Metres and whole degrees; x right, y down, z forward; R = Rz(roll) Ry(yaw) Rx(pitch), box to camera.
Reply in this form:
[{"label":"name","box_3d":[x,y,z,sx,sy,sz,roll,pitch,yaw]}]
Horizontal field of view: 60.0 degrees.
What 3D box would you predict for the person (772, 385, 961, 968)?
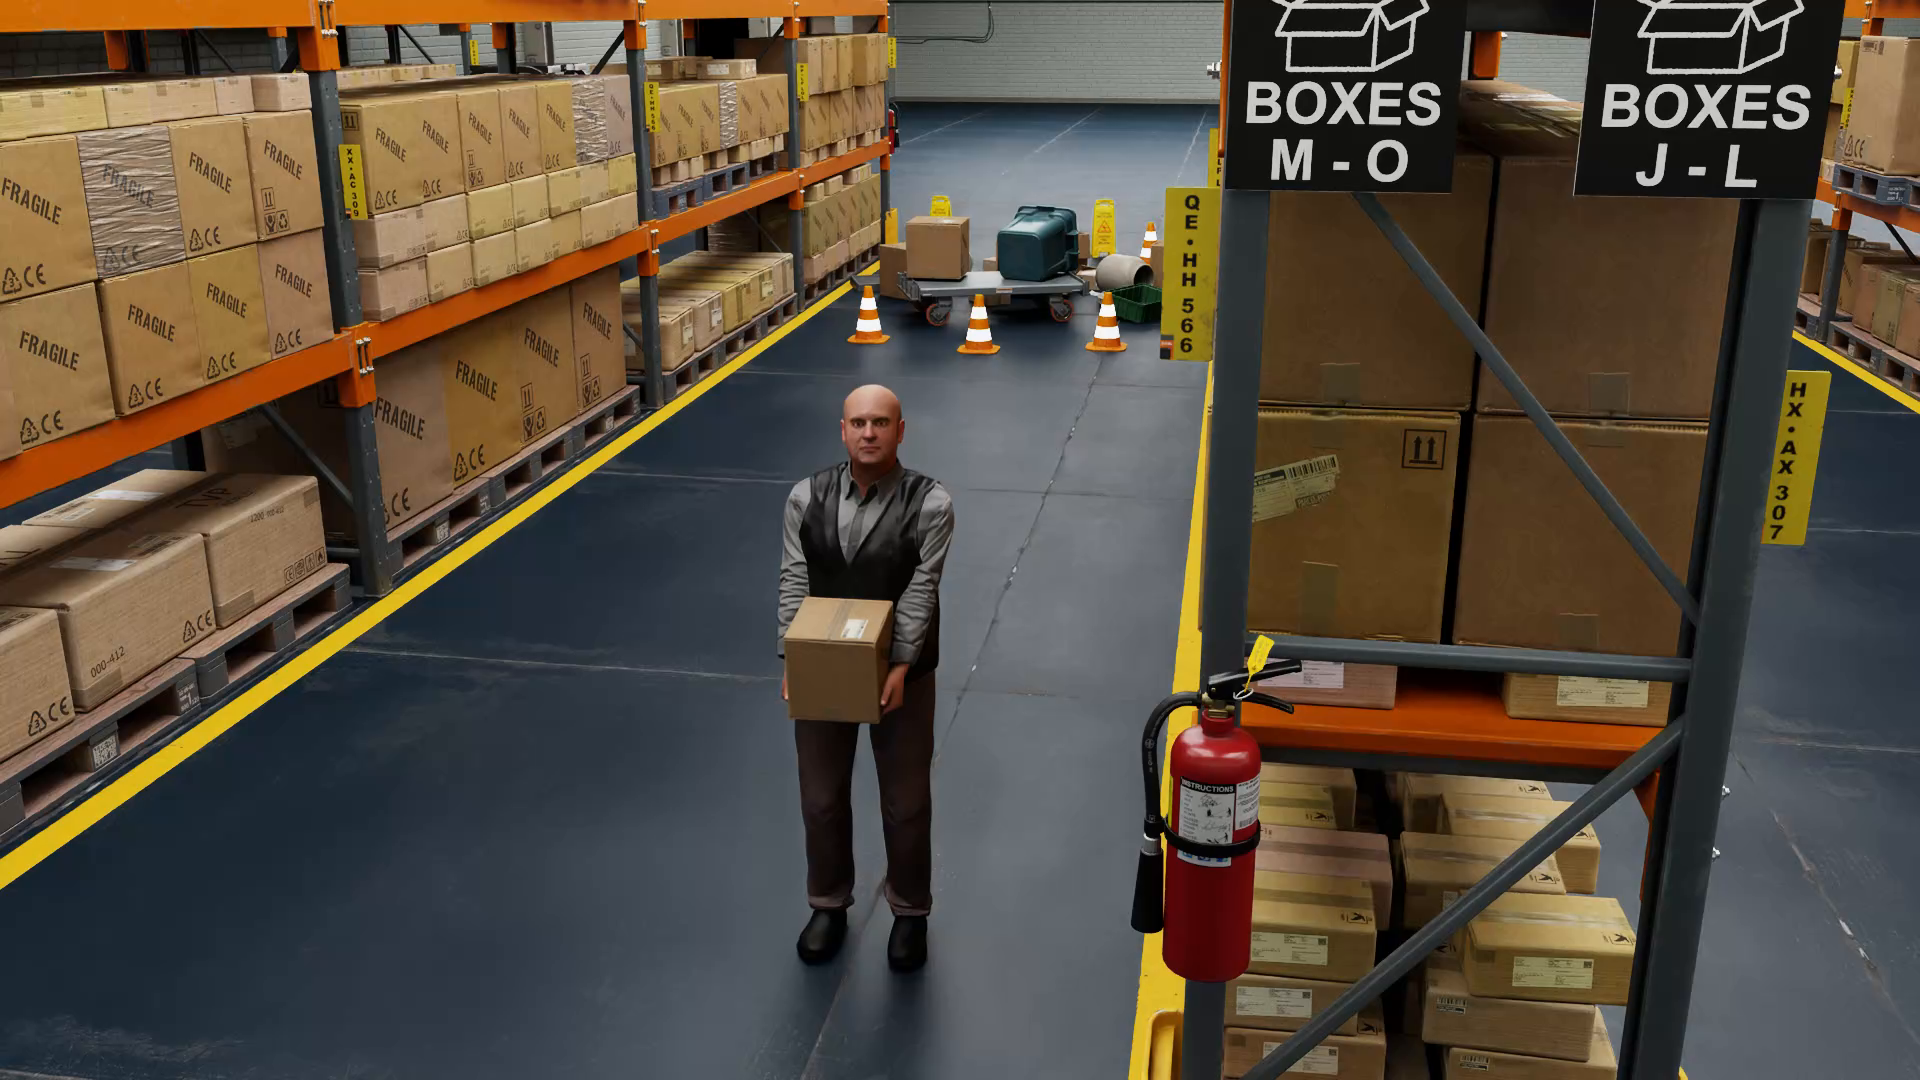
[{"label":"person","box_3d":[-0.271,0.441,4.862,0.551,1.632,0.446,2,18,7]}]
